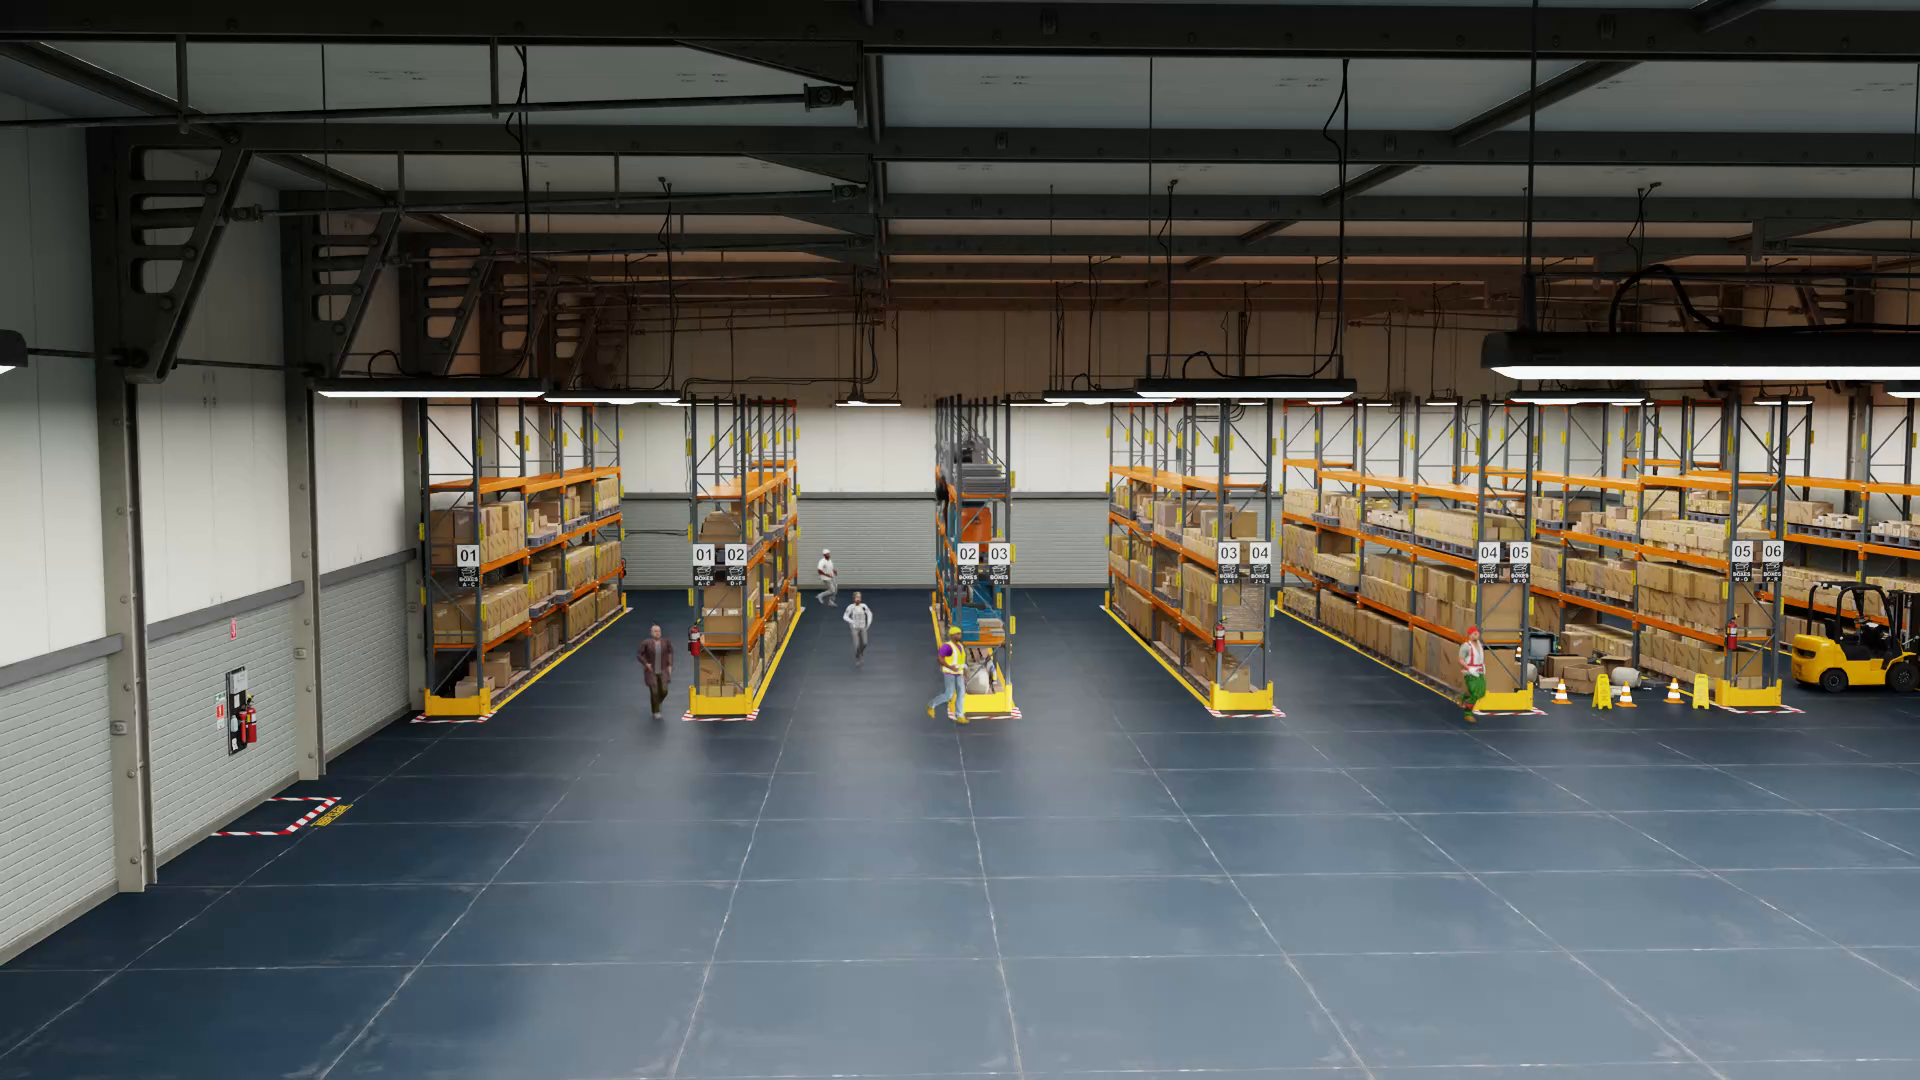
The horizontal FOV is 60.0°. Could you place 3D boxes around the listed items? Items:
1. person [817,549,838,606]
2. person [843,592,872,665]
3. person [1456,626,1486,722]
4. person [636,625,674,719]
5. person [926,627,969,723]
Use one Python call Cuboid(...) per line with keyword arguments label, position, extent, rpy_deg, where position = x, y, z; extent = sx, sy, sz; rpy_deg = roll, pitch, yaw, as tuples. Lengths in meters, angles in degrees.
Cuboid(label="person", position=(-3.876, 1.094, 48.238), extent=(0.569, 1.680, 0.710), rpy_deg=(1, 5, 16))
Cuboid(label="person", position=(-2.257, 1.973, 37.093), extent=(0.681, 1.659, 0.494), rpy_deg=(-1, 5, -17))
Cuboid(label="person", position=(9.382, 2.451, 30.627), extent=(0.681, 1.753, 0.586), rpy_deg=(-3, 5, -32))
Cuboid(label="person", position=(-5.622, 2.442, 30.807), extent=(0.725, 1.740, 0.659), rpy_deg=(-2, 5, -24))
Cuboid(label="person", position=(-0.106, 2.455, 30.487), extent=(0.925, 1.725, 0.765), rpy_deg=(3, 6, 36))
